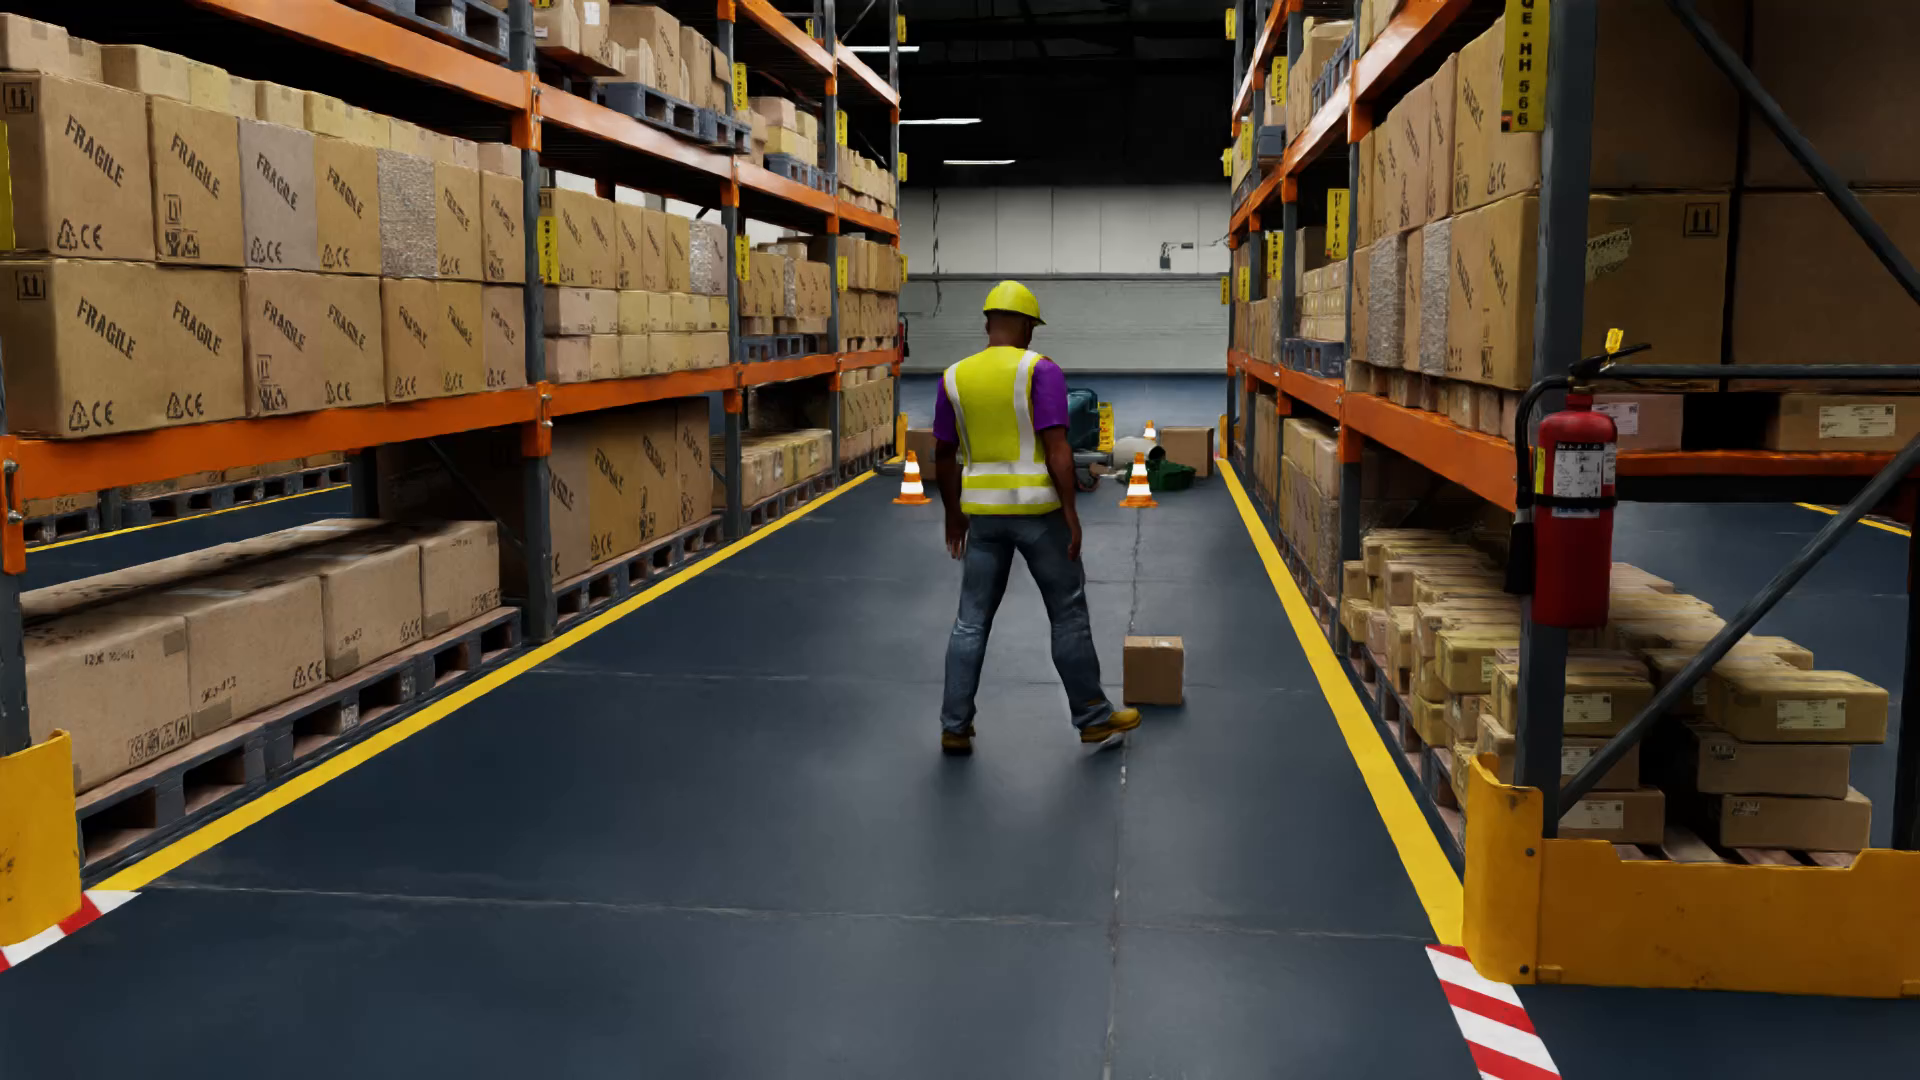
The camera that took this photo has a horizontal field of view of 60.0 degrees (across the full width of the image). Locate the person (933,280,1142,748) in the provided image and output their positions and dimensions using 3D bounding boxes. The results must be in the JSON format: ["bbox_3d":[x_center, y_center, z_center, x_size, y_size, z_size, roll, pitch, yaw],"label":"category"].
[{"bbox_3d":[0.258,-0.103,6.329,0.739,1.753,0.629,5,9,34],"label":"person"}]
